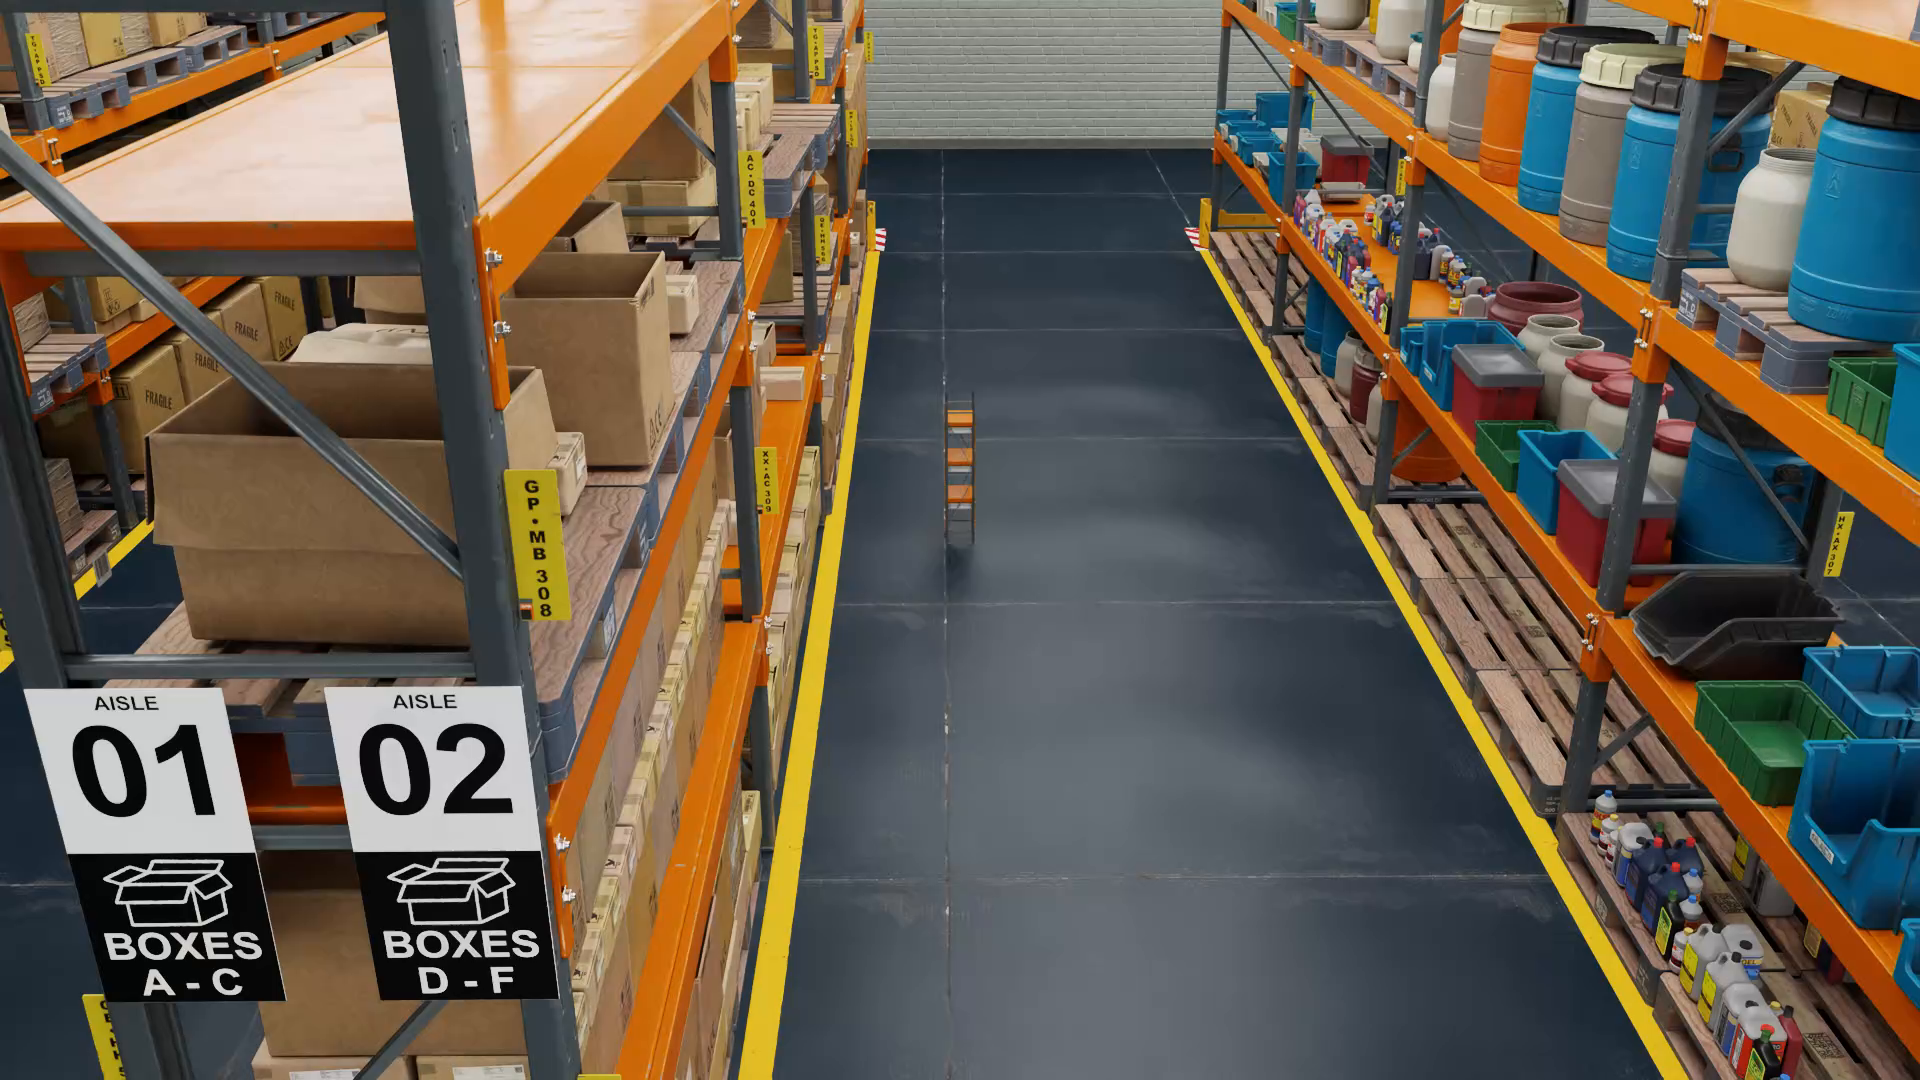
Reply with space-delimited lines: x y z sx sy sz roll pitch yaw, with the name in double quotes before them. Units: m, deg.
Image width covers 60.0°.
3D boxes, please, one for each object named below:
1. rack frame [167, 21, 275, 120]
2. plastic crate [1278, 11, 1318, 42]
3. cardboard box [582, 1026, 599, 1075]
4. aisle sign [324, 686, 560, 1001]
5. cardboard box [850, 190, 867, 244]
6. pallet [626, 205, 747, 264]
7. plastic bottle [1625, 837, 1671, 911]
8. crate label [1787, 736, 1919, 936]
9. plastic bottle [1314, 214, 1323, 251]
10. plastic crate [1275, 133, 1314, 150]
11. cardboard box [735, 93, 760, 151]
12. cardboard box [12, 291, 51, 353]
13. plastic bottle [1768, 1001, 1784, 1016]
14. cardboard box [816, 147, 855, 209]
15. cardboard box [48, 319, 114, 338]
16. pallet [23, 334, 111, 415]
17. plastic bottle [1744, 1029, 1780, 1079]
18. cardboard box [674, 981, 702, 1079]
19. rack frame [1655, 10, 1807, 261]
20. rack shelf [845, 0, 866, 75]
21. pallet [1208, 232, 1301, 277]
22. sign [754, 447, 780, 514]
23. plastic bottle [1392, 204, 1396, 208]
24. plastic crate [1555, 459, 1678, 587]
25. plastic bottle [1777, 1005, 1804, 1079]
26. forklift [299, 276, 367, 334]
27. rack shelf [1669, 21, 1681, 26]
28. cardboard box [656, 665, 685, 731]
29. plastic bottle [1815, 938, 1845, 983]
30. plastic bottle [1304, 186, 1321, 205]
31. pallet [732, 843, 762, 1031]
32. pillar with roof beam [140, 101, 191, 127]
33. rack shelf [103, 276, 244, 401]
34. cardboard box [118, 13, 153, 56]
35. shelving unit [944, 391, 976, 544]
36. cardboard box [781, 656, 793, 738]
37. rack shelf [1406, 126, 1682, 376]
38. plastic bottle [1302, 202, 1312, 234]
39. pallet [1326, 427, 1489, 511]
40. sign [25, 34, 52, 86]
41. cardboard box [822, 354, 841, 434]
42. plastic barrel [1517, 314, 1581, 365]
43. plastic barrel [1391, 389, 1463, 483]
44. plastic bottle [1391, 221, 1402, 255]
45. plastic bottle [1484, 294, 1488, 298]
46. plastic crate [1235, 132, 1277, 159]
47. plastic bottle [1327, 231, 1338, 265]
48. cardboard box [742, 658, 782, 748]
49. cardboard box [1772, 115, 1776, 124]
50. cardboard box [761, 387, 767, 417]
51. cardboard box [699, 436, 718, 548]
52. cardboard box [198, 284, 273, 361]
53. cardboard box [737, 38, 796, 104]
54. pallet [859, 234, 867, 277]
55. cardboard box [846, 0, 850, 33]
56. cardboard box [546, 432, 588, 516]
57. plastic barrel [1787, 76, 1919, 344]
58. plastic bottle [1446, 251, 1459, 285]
"rack frame" -6.472 -3.107 14.980 1.000 3.000 0.127 0 24 -1
"plastic crate" 3.127 -4.595 14.887 0.450 0.188 0.662 0 24 -1
"cardboard box" -1.380 1.576 4.504 0.700 0.500 0.500 0 24 -1
"aisle sign" -1.081 0.655 3.507 0.394 0.787 0.004 0 24 -1
"cardboard box" -1.310 -3.618 18.608 0.500 0.500 0.500 0 24 -1
"pallet" -1.454 -1.477 7.969 0.805 0.209 1.217 -1 24 -3
"plastic bottle" 3.115 1.486 7.505 0.144 0.351 0.185 0 24 1
"crate label" 3.274 1.020 5.812 0.502 0.435 0.616 0 24 -1
"plastic bottle" 3.021 -2.579 13.955 0.061 0.283 0.133 0 24 -1
"plastic crate" 3.569 -4.252 17.759 0.396 0.136 0.243 0 24 -1
"cardboard box" -1.395 -2.334 9.303 0.500 0.250 0.500 -1 24 -2
"cardboard box" -6.414 -1.511 10.796 0.700 0.500 0.500 -3 25 -7
"plastic bottle" 3.254 1.944 6.675 0.097 0.201 0.097 0 24 0
"cardboard box" -1.252 -3.388 15.479 0.500 0.500 0.500 0 24 1
"cardboard box" -6.201 -1.490 11.685 0.380 0.149 0.250 -1 24 -1
"pallet" -6.314 -1.078 10.727 1.213 0.211 1.003 0 24 -1
"plastic bottle" 3.087 2.027 6.390 0.061 0.283 0.133 0 24 1
"cardboard box" -1.197 1.900 5.827 0.500 0.500 0.500 0 24 -1
"rack frame" 3.521 -2.589 6.553 1.000 3.000 0.127 0 24 -1
"rack shelf" -1.541 -4.994 16.385 1.077 0.370 4.000 0 24 -1
"pallet" 3.361 -3.189 18.546 1.003 0.211 1.213 0 24 -1
"sign" -0.877 -0.268 7.556 0.100 0.325 0.005 0 24 -1
"plastic bottle" 3.766 -2.784 14.415 0.152 0.276 0.135 0 24 -1
"plastic crate" 3.210 -0.082 8.215 0.402 0.464 0.583 0 24 -1
"plastic bottle" 3.238 1.971 6.515 0.061 0.283 0.133 0 24 -1
"forklift" -3.527 -0.999 10.402 1.130 2.935 3.031 -18 30 -34
"rack shelf" 8.365 -5.037 16.480 1.077 0.370 4.000 0 24 -1
"cardboard box" -1.196 0.568 5.945 0.380 0.149 0.250 1 24 1
"plastic bottle" 3.714 1.726 7.056 0.061 0.283 0.133 0 24 -1
"plastic bottle" 3.114 -2.966 14.728 0.144 0.351 0.185 0 24 -1
"pallet" -1.465 1.764 7.593 1.003 0.211 1.213 0 24 -1
"pillar with roof beam" -3.040 -6.144 14.416 9.100 9.000 0.400 0 24 -1
"rack shelf" -6.451 -1.955 13.306 1.077 0.370 4.000 0 24 -1
"cardboard box" -6.561 -3.921 12.484 0.700 0.500 0.500 0 24 -1
"shelving unit" -0.001 -0.500 11.582 0.215 1.050 0.252 0 24 -1
"cardboard box" -1.193 0.849 9.060 0.500 0.250 0.500 0 24 1
"rack shelf" 3.499 -1.718 9.142 1.077 0.370 4.000 0 24 -1
"plastic bottle" 3.033 -2.797 14.451 0.097 0.271 0.097 0 24 0
"pallet" 3.427 -0.557 12.726 1.003 0.211 1.213 0 24 -1
"sign" -5.886 -3.063 10.614 0.100 0.325 0.005 0 24 -1
"cardboard box" -1.206 -1.155 13.164 0.500 0.500 0.500 -1 24 -1
"plastic barrel" 3.702 -1.131 10.476 0.421 0.512 0.421 0 24 0
"plastic barrel" 3.455 -0.907 12.240 0.600 0.830 0.708 0 24 -1
"plastic bottle" 3.648 -2.510 13.816 0.097 0.271 0.097 0 24 0
"plastic bottle" 3.821 -1.681 12.067 0.097 0.201 0.097 0 24 0
"plastic crate" 3.078 -4.105 17.317 0.416 0.233 0.300 0 24 -1
"plastic bottle" 3.045 -2.375 13.518 0.097 0.271 0.097 0 24 0
"cardboard box" -1.187 0.800 8.487 0.500 0.311 0.500 0 24 0
"cardboard box" 8.624 -4.272 17.377 0.500 0.250 0.500 -1 24 -2
"cardboard box" -1.405 -0.843 10.279 0.380 0.149 0.250 2 24 3
"cardboard box" -1.421 -0.288 7.052 0.700 0.500 0.500 0 24 0
"cardboard box" -6.323 -1.685 13.936 0.750 0.750 0.750 0 24 1
"cardboard box" -1.514 -3.075 11.147 0.910 0.500 0.500 0 24 -1
"pallet" -1.552 -3.149 18.456 1.003 0.211 1.213 0 24 -1
"cardboard box" -1.278 -4.837 15.346 0.500 0.250 0.500 0 24 -1
"cardboard box" -1.225 -0.179 4.491 0.380 0.149 0.250 0 24 -1
"plastic barrel" 3.425 -1.231 6.074 0.600 0.901 0.708 0 24 -1
"plastic bottle" 3.829 -2.106 12.909 0.061 0.283 0.133 0 24 -1
